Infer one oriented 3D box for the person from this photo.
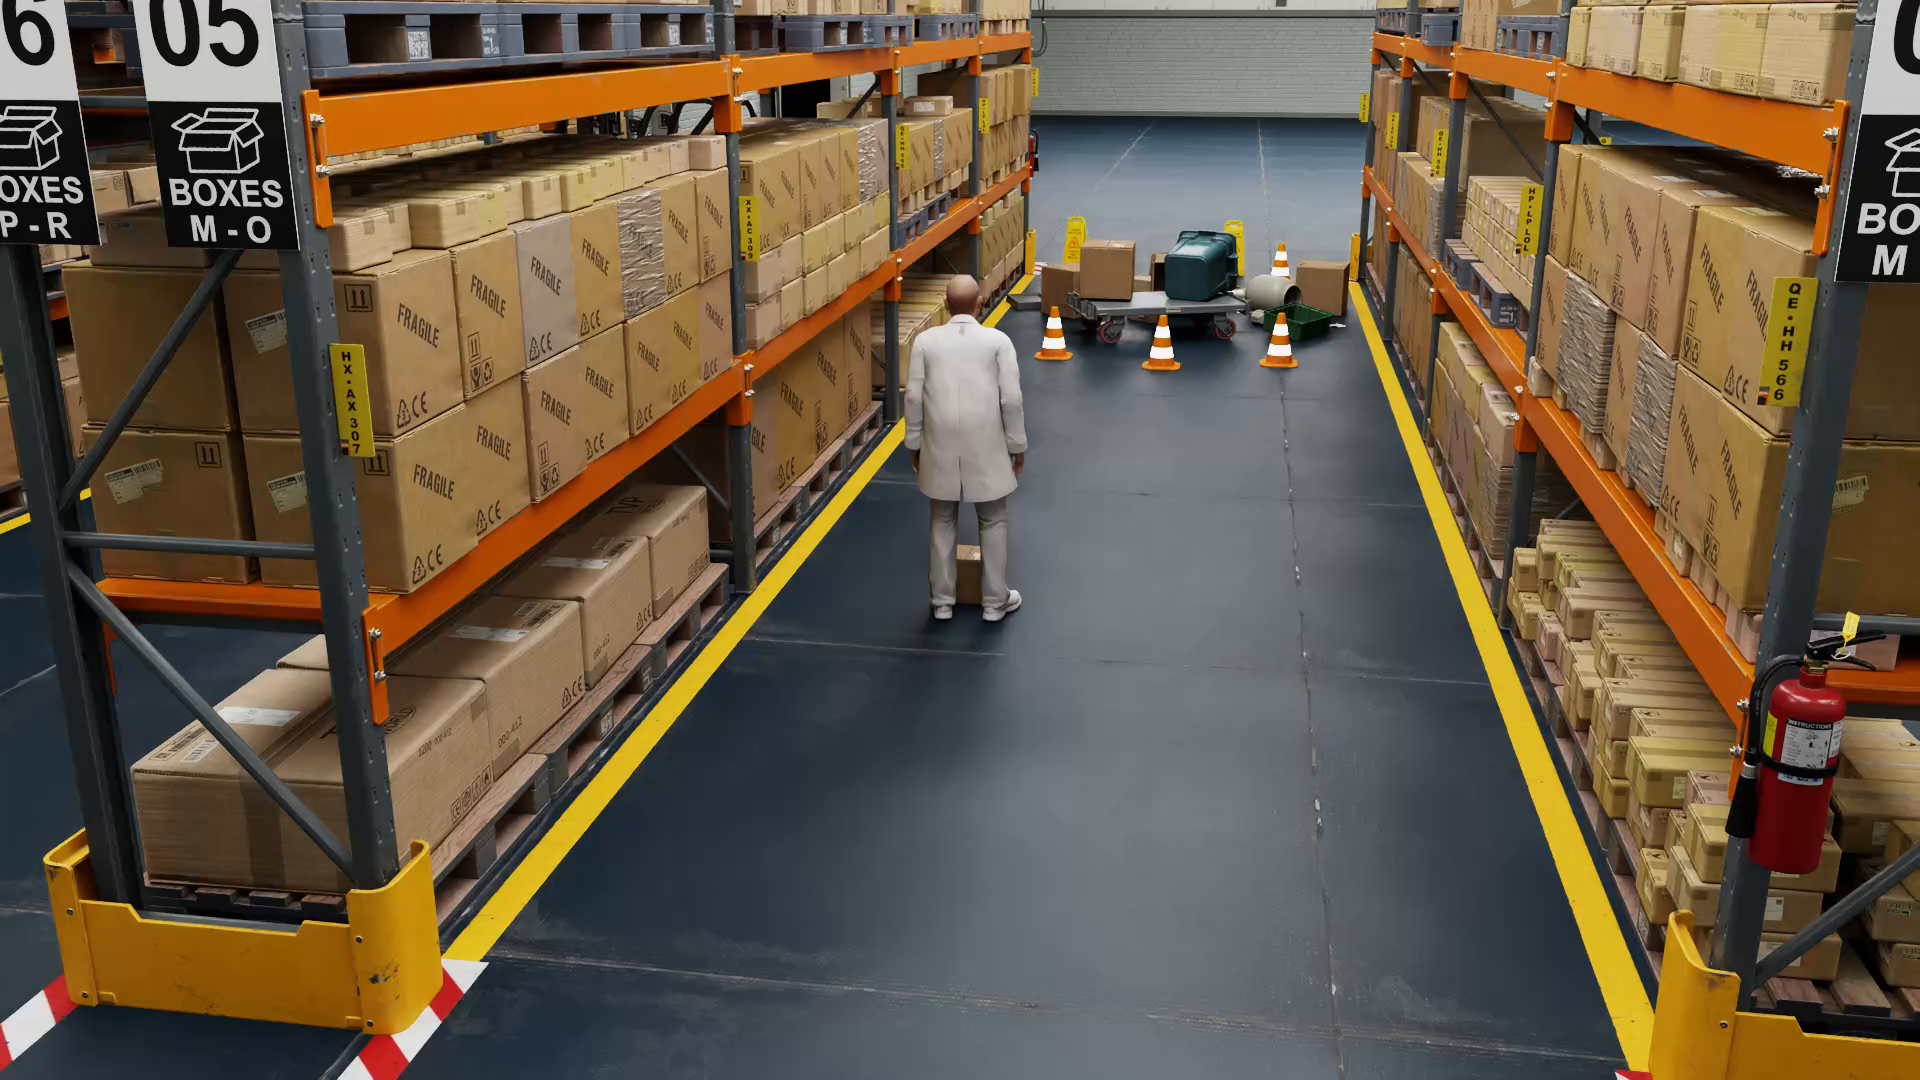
[{"bbox_3d":[0.029,-0.464,8.541,0.641,1.773,0.427,3,18,9],"label":"person"}]
